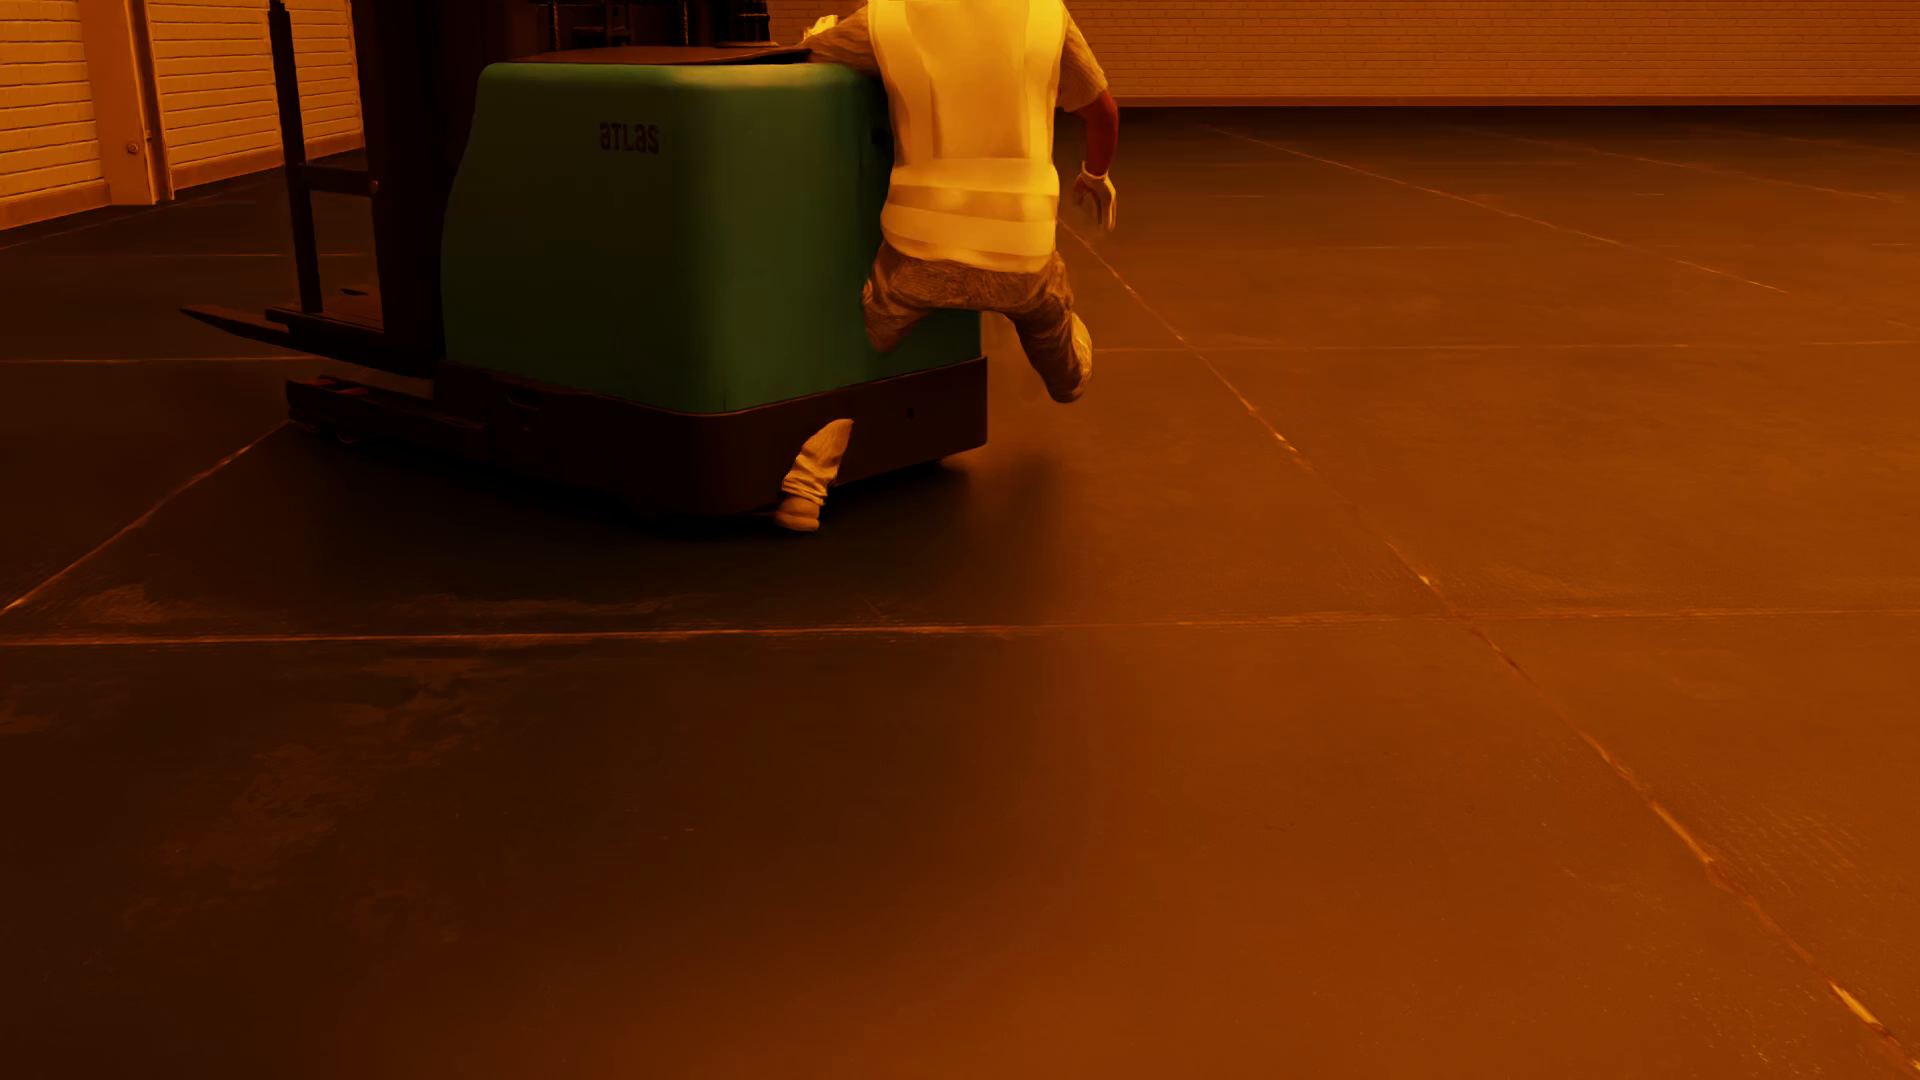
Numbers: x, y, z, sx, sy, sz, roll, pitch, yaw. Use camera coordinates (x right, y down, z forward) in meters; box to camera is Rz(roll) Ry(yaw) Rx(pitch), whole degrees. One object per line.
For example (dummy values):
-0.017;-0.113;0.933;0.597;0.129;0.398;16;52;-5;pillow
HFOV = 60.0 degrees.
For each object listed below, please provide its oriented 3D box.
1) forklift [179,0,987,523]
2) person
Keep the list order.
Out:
-1.368;-1.781;4.730;3.031;2.935;1.130;14;22;39;forklift
-0.063;-0.866;4.334;1.028;1.450;1.160;-2;17;-5;person
